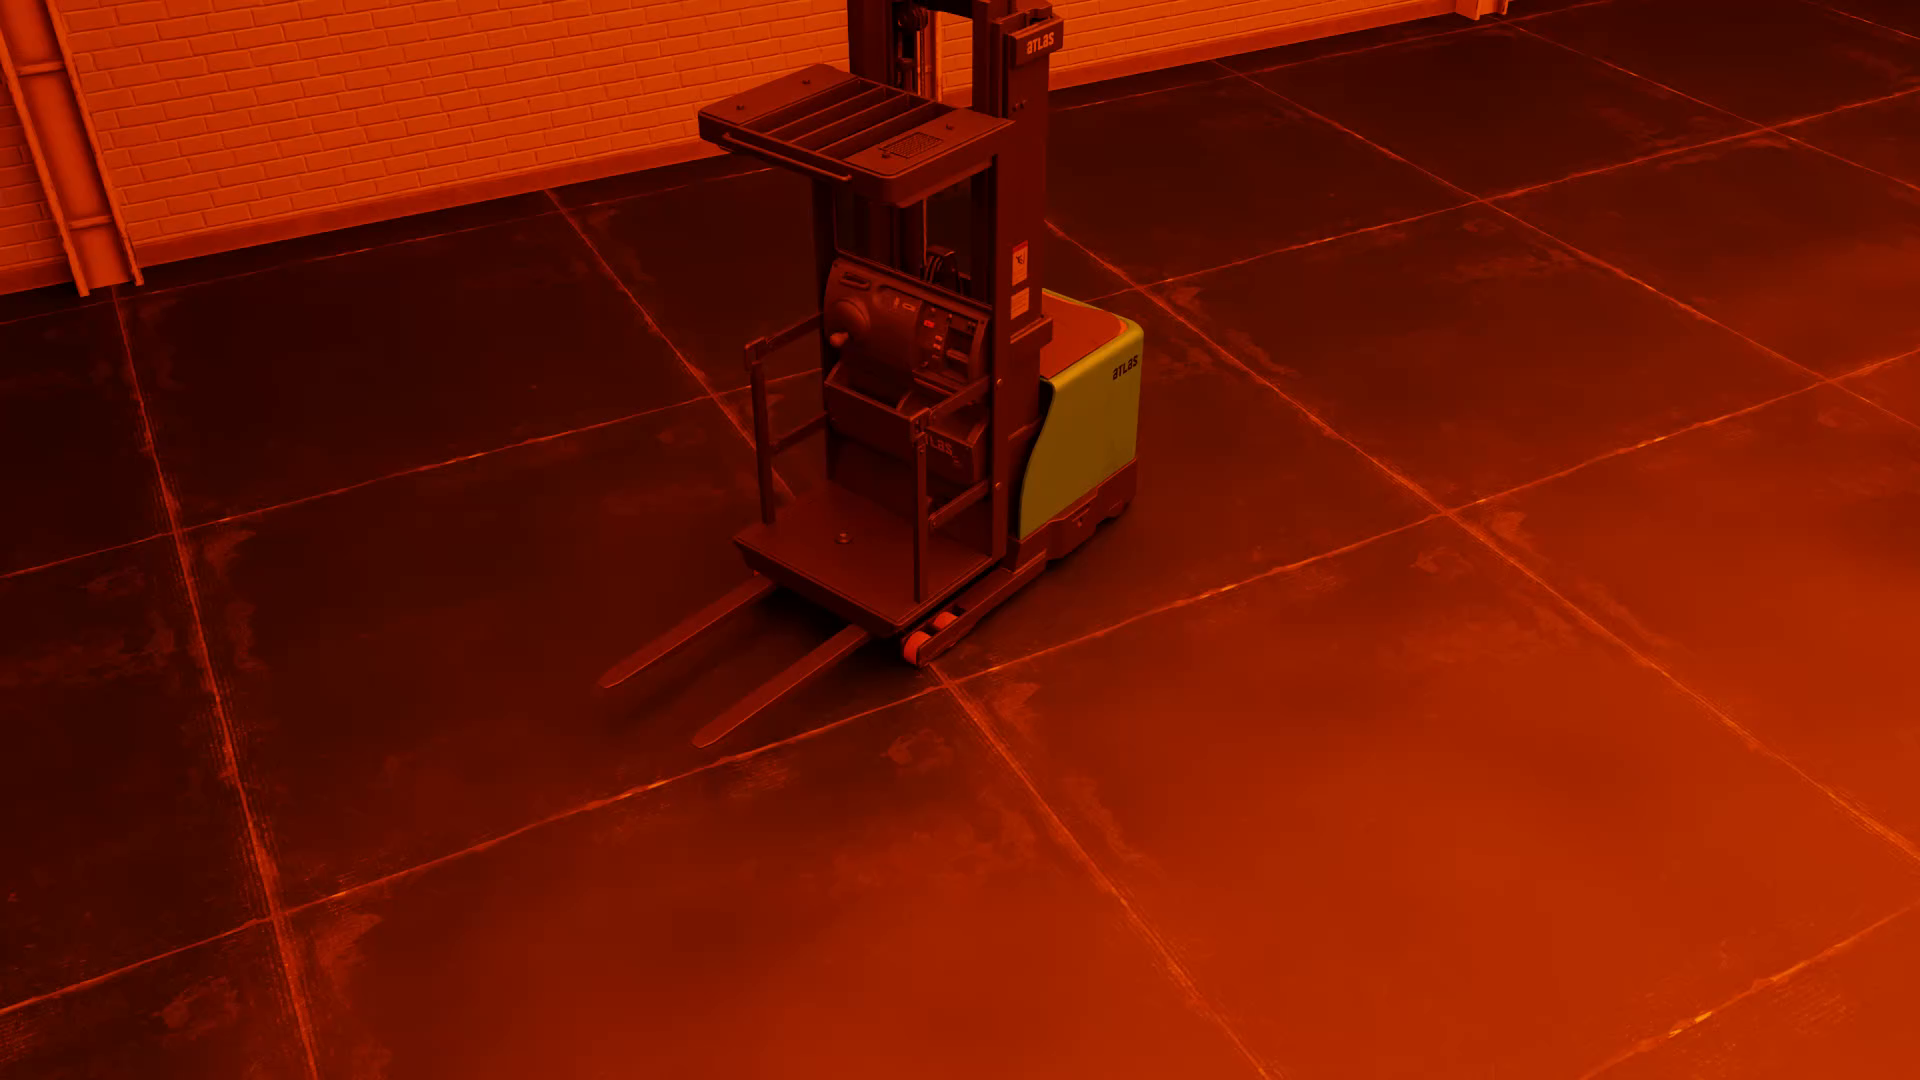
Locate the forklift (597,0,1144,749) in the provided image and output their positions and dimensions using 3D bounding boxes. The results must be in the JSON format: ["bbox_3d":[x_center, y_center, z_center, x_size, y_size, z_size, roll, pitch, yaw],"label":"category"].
[{"bbox_3d":[-0.390,-0.927,7.434,1.130,2.935,3.031,26,43,31],"label":"forklift"}]
